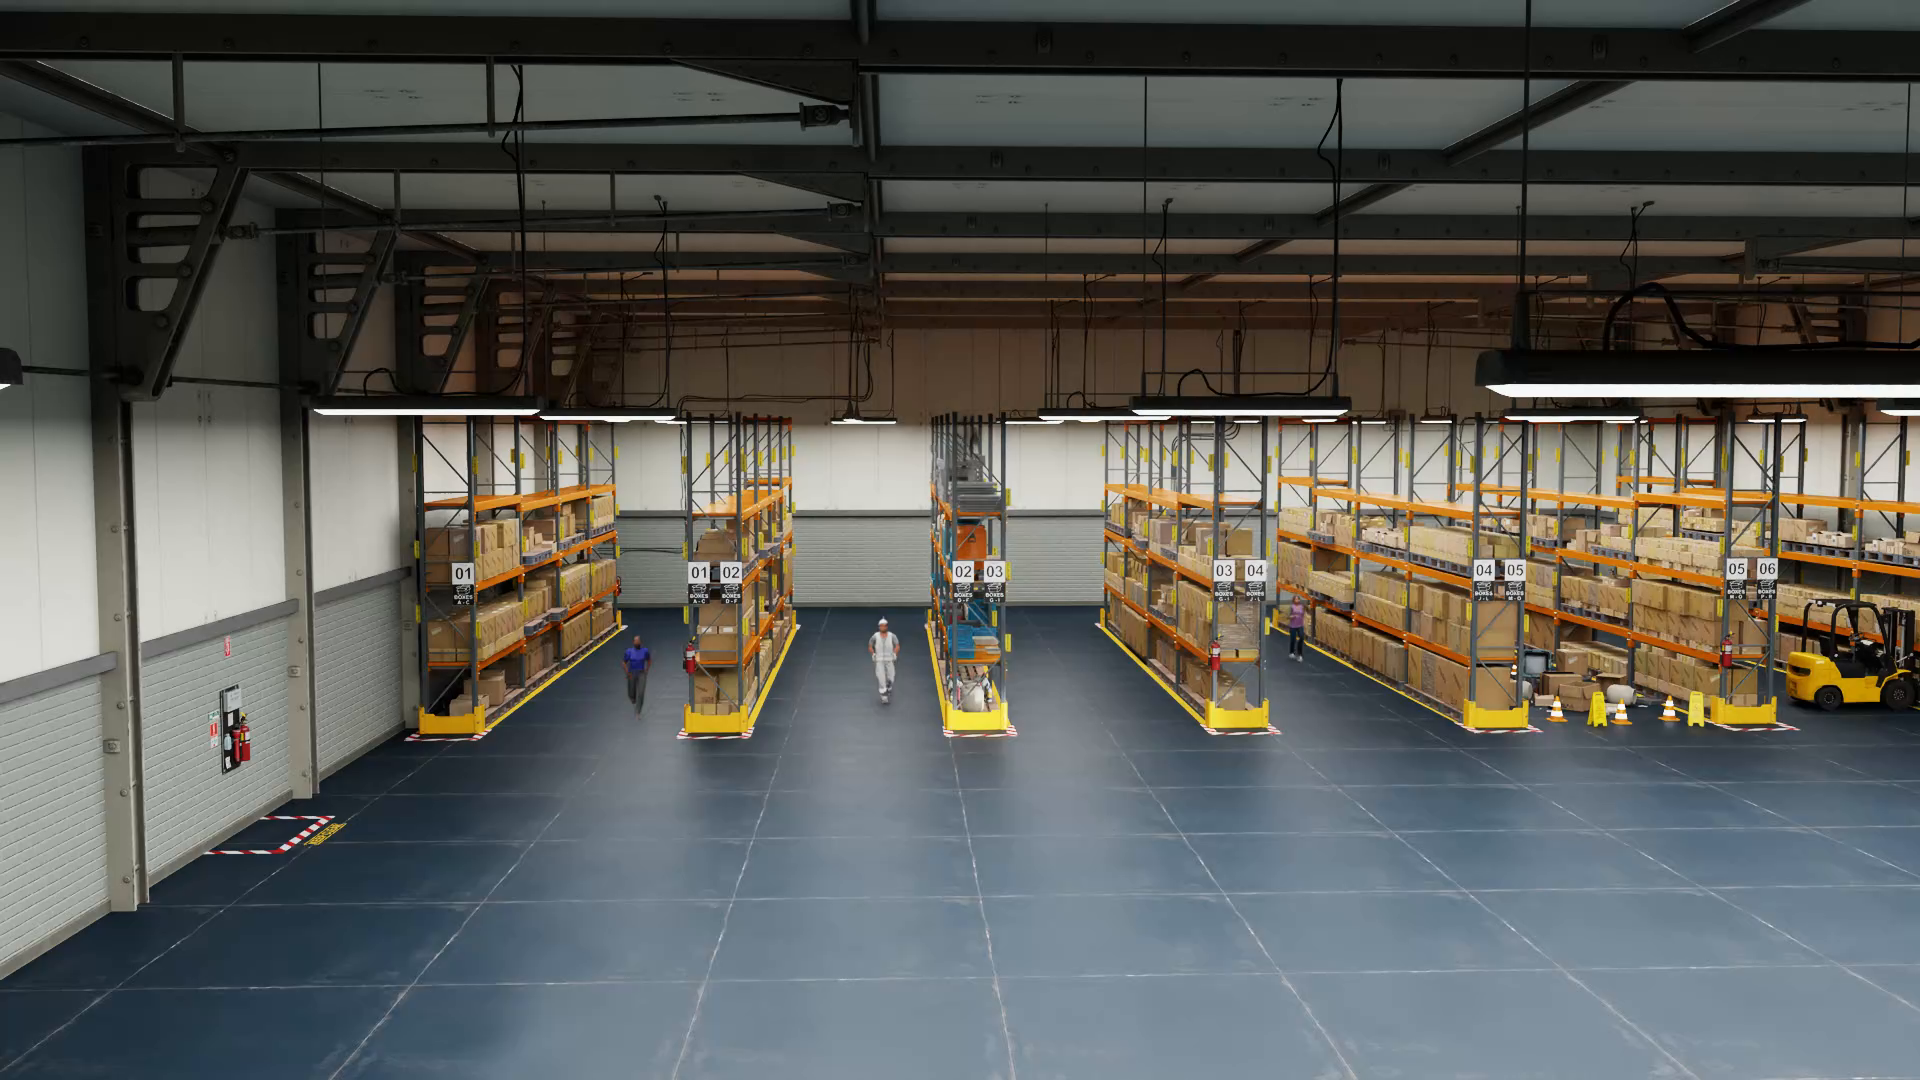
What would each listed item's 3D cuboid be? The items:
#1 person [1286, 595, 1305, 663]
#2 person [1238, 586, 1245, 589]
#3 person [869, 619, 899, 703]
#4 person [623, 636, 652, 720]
[{"bbox_3d":[8.215,2.155,40.621,0.516,1.636,0.685,0,4,-4],"label":"person"},{"bbox_3d":[7.863,1.692,46.623,0.743,1.763,0.652,1,4,14],"label":"person"},{"bbox_3d":[-1.570,2.508,34.416,0.636,1.741,0.586,0,4,-6],"label":"person"},{"bbox_3d":[-6.382,2.702,32.904,0.568,1.632,0.870,-1,4,-9],"label":"person"}]
